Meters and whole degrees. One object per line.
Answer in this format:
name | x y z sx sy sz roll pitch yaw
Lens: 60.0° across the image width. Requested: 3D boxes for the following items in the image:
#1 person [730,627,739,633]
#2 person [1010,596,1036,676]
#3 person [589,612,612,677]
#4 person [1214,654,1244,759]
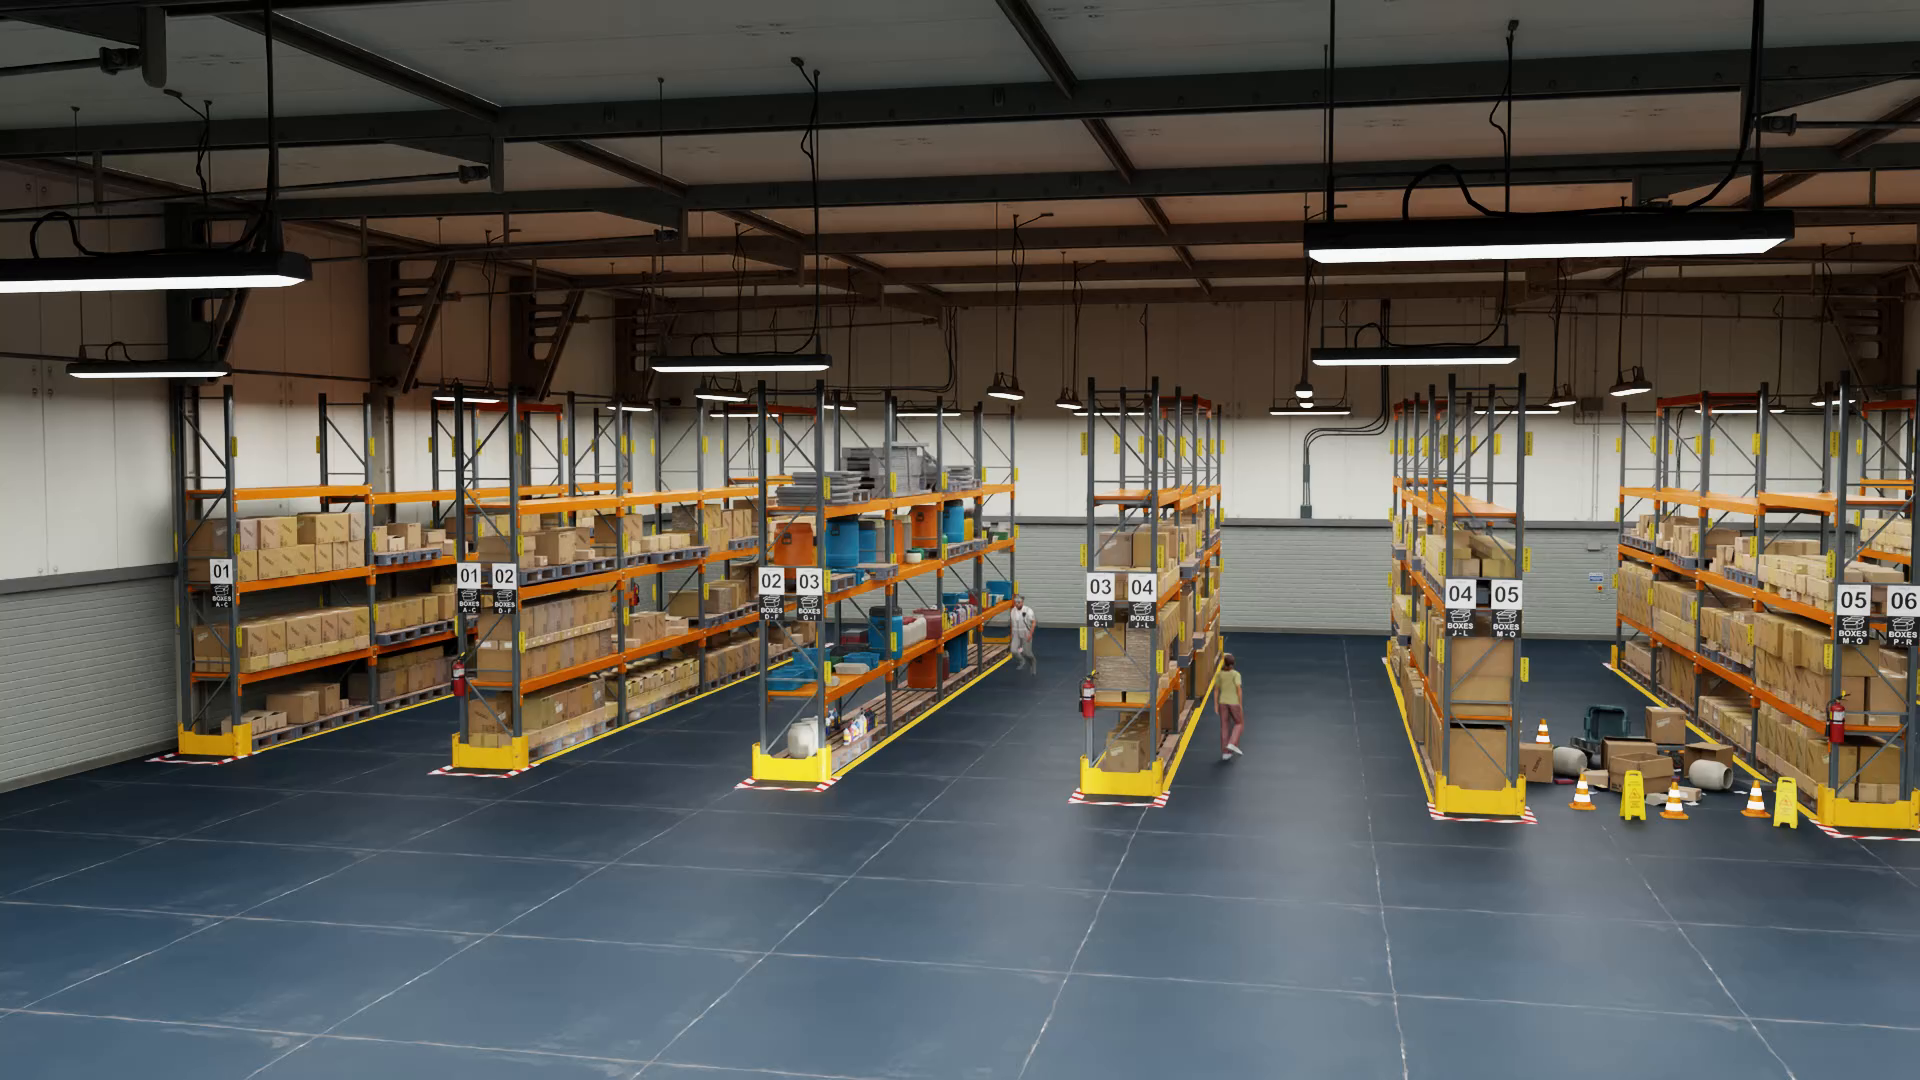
person | -5.601 1.774 41.809 0.552 1.726 0.965 1 3 15
person | 1.352 2.032 35.403 0.598 1.746 0.720 2 4 26
person | -7.954 2.095 36.409 0.620 1.793 0.794 0 3 3
person | 4.323 2.666 26.719 0.483 1.658 0.456 2 4 28
